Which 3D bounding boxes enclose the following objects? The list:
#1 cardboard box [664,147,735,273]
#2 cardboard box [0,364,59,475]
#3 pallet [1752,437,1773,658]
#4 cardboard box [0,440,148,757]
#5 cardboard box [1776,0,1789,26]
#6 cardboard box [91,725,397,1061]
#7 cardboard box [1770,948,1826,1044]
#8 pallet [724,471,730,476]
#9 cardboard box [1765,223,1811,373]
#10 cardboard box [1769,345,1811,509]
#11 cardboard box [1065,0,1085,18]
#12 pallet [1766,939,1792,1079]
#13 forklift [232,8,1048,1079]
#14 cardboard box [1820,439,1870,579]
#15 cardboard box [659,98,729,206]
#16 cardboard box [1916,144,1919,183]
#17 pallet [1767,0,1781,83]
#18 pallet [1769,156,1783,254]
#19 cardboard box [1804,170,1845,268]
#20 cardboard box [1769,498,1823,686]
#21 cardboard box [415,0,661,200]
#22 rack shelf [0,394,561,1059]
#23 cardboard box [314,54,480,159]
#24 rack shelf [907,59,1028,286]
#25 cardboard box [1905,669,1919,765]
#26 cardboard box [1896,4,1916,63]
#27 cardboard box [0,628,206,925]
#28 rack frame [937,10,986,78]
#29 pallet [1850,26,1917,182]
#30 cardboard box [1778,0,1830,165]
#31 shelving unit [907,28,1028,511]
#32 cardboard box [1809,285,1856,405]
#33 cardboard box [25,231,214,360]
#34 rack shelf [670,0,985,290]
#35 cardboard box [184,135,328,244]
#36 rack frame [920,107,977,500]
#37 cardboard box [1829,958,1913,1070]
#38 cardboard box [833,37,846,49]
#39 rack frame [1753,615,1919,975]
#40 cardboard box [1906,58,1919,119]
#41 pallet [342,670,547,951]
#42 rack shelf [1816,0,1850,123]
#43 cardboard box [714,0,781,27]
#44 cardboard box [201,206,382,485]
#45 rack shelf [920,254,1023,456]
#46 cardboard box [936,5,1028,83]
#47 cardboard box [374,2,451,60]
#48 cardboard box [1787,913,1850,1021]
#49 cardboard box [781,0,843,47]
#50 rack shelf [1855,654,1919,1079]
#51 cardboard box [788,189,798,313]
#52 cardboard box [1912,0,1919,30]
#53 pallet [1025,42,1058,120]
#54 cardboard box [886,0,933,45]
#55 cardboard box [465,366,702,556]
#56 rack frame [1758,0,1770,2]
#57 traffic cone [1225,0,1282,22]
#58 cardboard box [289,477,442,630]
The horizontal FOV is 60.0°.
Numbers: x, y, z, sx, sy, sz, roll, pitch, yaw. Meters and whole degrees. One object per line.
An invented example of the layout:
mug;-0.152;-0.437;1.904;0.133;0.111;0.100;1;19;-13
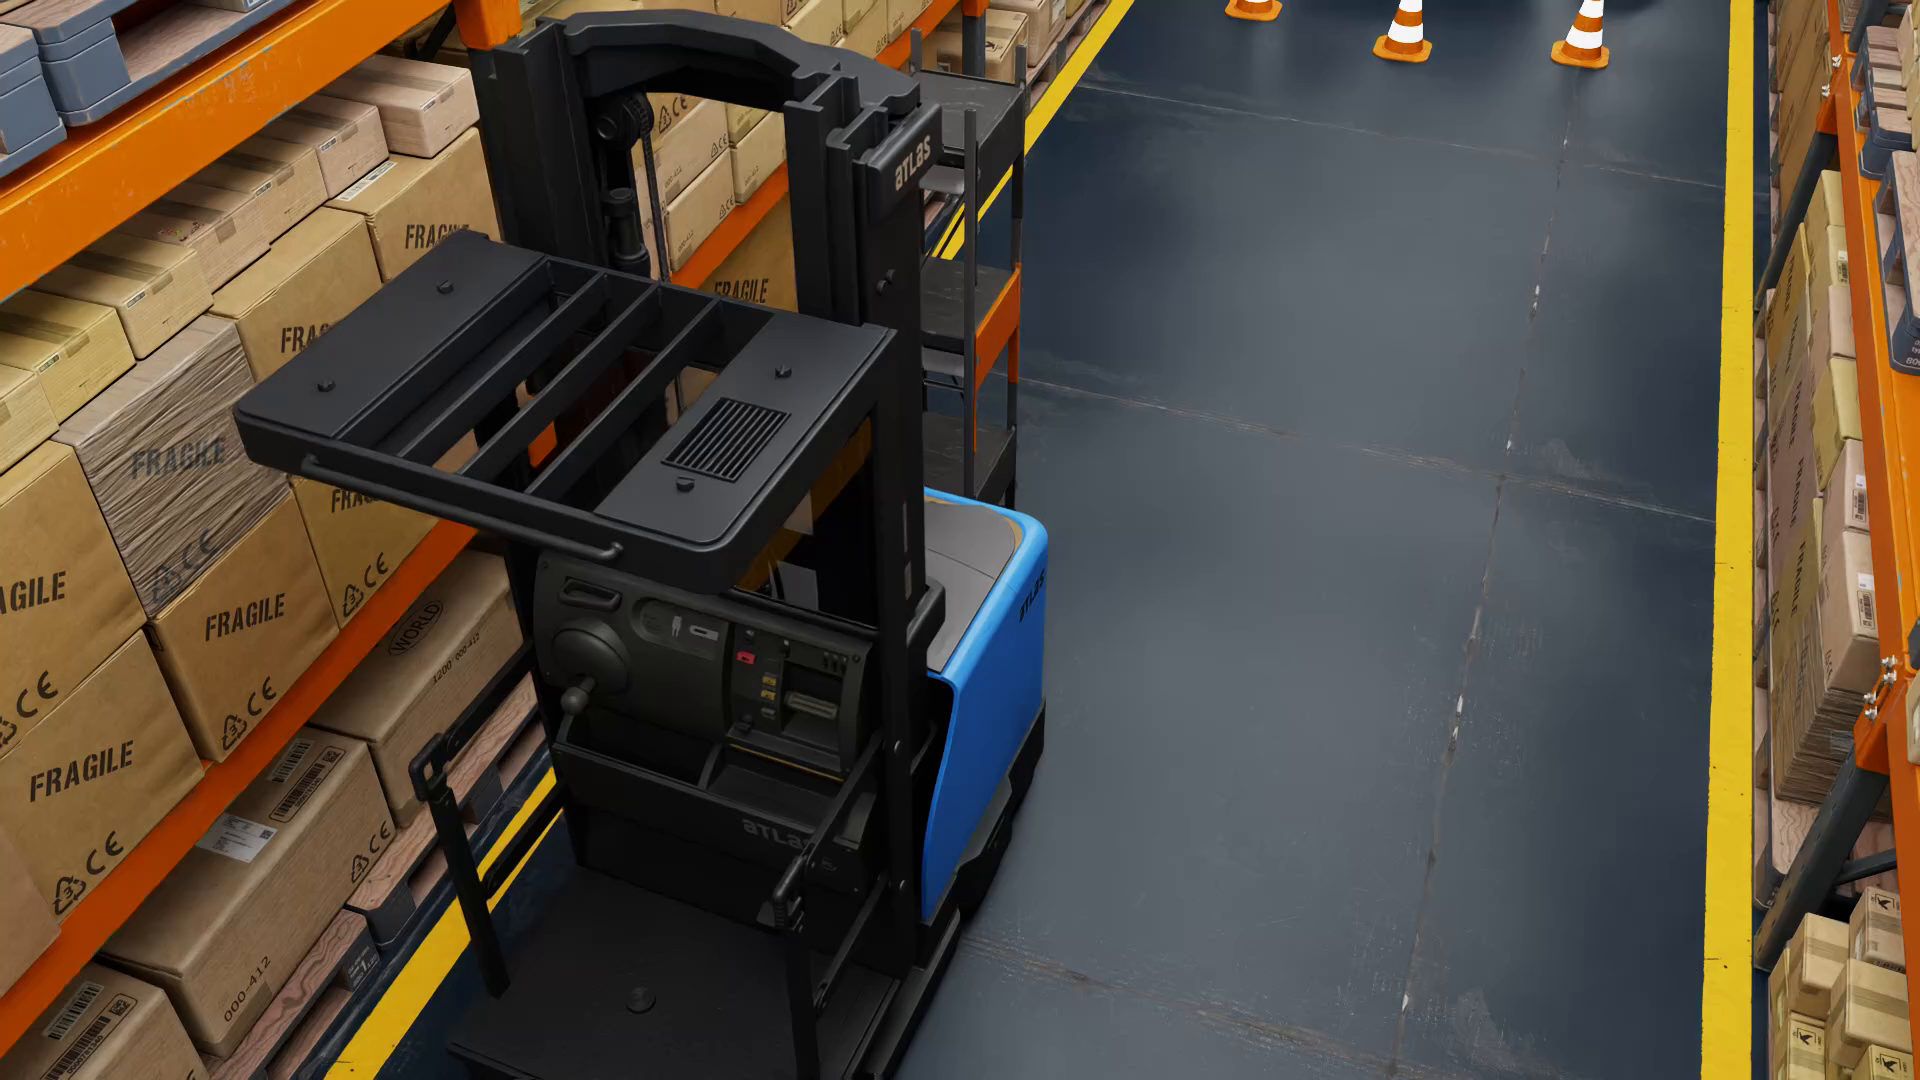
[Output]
cardboard box;-1.151;-1.235;6.002;0.500;0.250;0.500;12;42;14
cardboard box;-2.098;-0.254;3.389;0.380;0.149;0.250;13;42;15
pallet;3.642;0.110;6.458;1.003;0.211;1.213;13;42;15
cardboard box;-2.152;0.089;3.487;0.500;0.500;0.500;13;42;15
cardboard box;5.569;-3.514;9.967;1.050;0.750;0.750;13;42;15
cardboard box;-2.346;0.954;4.971;0.875;0.438;0.875;12;42;14
cardboard box;2.535;1.347;4.734;0.380;0.149;0.250;12;42;13
pallet;-1.532;-0.193;6.813;1.003;0.211;1.213;13;42;15
cardboard box;3.848;-1.003;7.217;0.500;0.500;0.500;12;42;13
cardboard box;3.508;-0.381;6.488;0.500;0.500;0.500;12;42;14
cardboard box;0.355;-3.621;10.384;0.950;0.372;0.625;15;43;17
pallet;2.765;1.749;4.537;1.003;0.211;1.213;13;42;15
forklift;-0.745;0.397;4.027;1.130;2.935;3.031;15;43;17
cardboard box;3.167;-0.044;5.515;0.500;0.250;0.500;15;43;17
cardboard box;-1.157;-1.429;5.844;0.500;0.250;0.500;14;42;16
cardboard box;3.623;-1.349;5.890;0.380;0.149;0.250;15;43;16
pallet;5.504;-3.060;10.174;1.003;0.211;1.213;13;42;15
pallet;4.670;-1.572;8.430;1.003;0.211;1.213;13;42;15
cardboard box;3.866;-1.296;6.982;0.500;0.250;0.500;11;42;13
cardboard box;3.154;0.242;5.758;0.500;0.500;0.500;12;42;14
cardboard box;-1.304;-1.389;5.220;0.500;0.500;0.500;14;42;16
rack shelf;-2.409;0.727;4.140;1.077;0.370;4.000;13;42;15
cardboard box;-1.531;-1.173;4.466;0.380;0.149;0.250;12;42;14
rack shelf;-0.057;-1.220;5.505;0.431;0.518;0.480;13;42;15
cardboard box;2.557;0.467;4.085;0.380;0.149;0.250;15;43;17
cardboard box;3.987;-2.005;6.659;0.380;0.149;0.250;13;42;14
cardboard box;-2.165;0.476;3.803;0.500;0.500;0.500;15;43;17
rack frame;-0.357;-3.206;8.196;1.000;3.000;0.127;13;42;15
pallet;4.186;-1.637;6.506;1.213;0.211;1.003;13;42;15
cardboard box;4.918;-2.358;8.613;1.050;0.750;0.750;14;42;16
shelving unit;-0.057;-0.698;5.950;0.431;2.100;0.503;13;42;15
cardboard box;3.511;-0.688;6.270;0.500;0.250;0.500;14;42;15
cardboard box;-1.939;-0.567;3.756;0.380;0.149;0.250;13;42;15
rack shelf;-1.041;-1.712;7.000;1.077;0.370;4.000;13;42;15
cardboard box;-1.818;-0.886;4.130;0.380;0.149;0.250;13;42;15
rack frame;-0.140;-0.549;5.776;0.400;2.100;0.015;13;42;15
cardboard box;2.499;1.288;4.343;0.380;0.149;0.250;15;43;17
cardboard box;-0.781;-1.847;6.719;0.500;0.250;0.500;13;42;14
rack frame;2.961;0.271;4.121;1.000;3.000;0.127;13;42;15
cardboard box;3.803;-1.676;6.274;0.380;0.149;0.250;15;43;17
pallet;-2.058;0.741;5.719;1.003;0.211;1.213;13;42;15
rack shelf;5.013;-3.115;8.644;1.077;0.370;4.000;13;42;15
cardboard box;-0.982;-2.011;5.948;0.500;0.500;0.500;12;42;14
cardboard box;-1.808;-0.528;4.210;0.500;0.500;0.500;13;42;14
rack shelf;-0.057;-0.687;5.959;0.431;0.518;0.480;13;42;15
cardboard box;-0.154;-2.708;9.314;0.950;0.372;0.625;11;42;12
cardboard box;-1.808;-1.513;5.364;0.500;0.500;0.500;15;43;16
cardboard box;2.537;1.233;4.638;0.380;0.149;0.250;15;43;17
cardboard box;-0.789;-2.040;6.560;0.500;0.250;0.500;12;42;14
rack shelf;2.277;1.765;2.925;1.077;0.370;4.000;13;42;15
cardboard box;-0.980;-1.611;7.641;0.875;0.875;0.875;14;42;16
cardboard box;3.975;-2.096;6.536;0.380;0.149;0.250;15;43;17
pallet;-0.088;-2.621;9.660;1.003;0.211;1.213;13;42;15
cardboard box;-0.446;-2.467;7.447;0.500;0.250;0.500;14;42;16
cardboard box;-1.588;-0.513;6.354;0.875;0.875;0.875;15;43;16
rack frame;5.697;-4.608;9.840;1.000;3.000;0.127;13;42;15
traffic cone;1.902;-3.613;10.629;0.336;0.463;0.334;13;42;15
cardboard box;-1.814;-0.149;4.537;0.500;0.500;0.500;12;42;14
